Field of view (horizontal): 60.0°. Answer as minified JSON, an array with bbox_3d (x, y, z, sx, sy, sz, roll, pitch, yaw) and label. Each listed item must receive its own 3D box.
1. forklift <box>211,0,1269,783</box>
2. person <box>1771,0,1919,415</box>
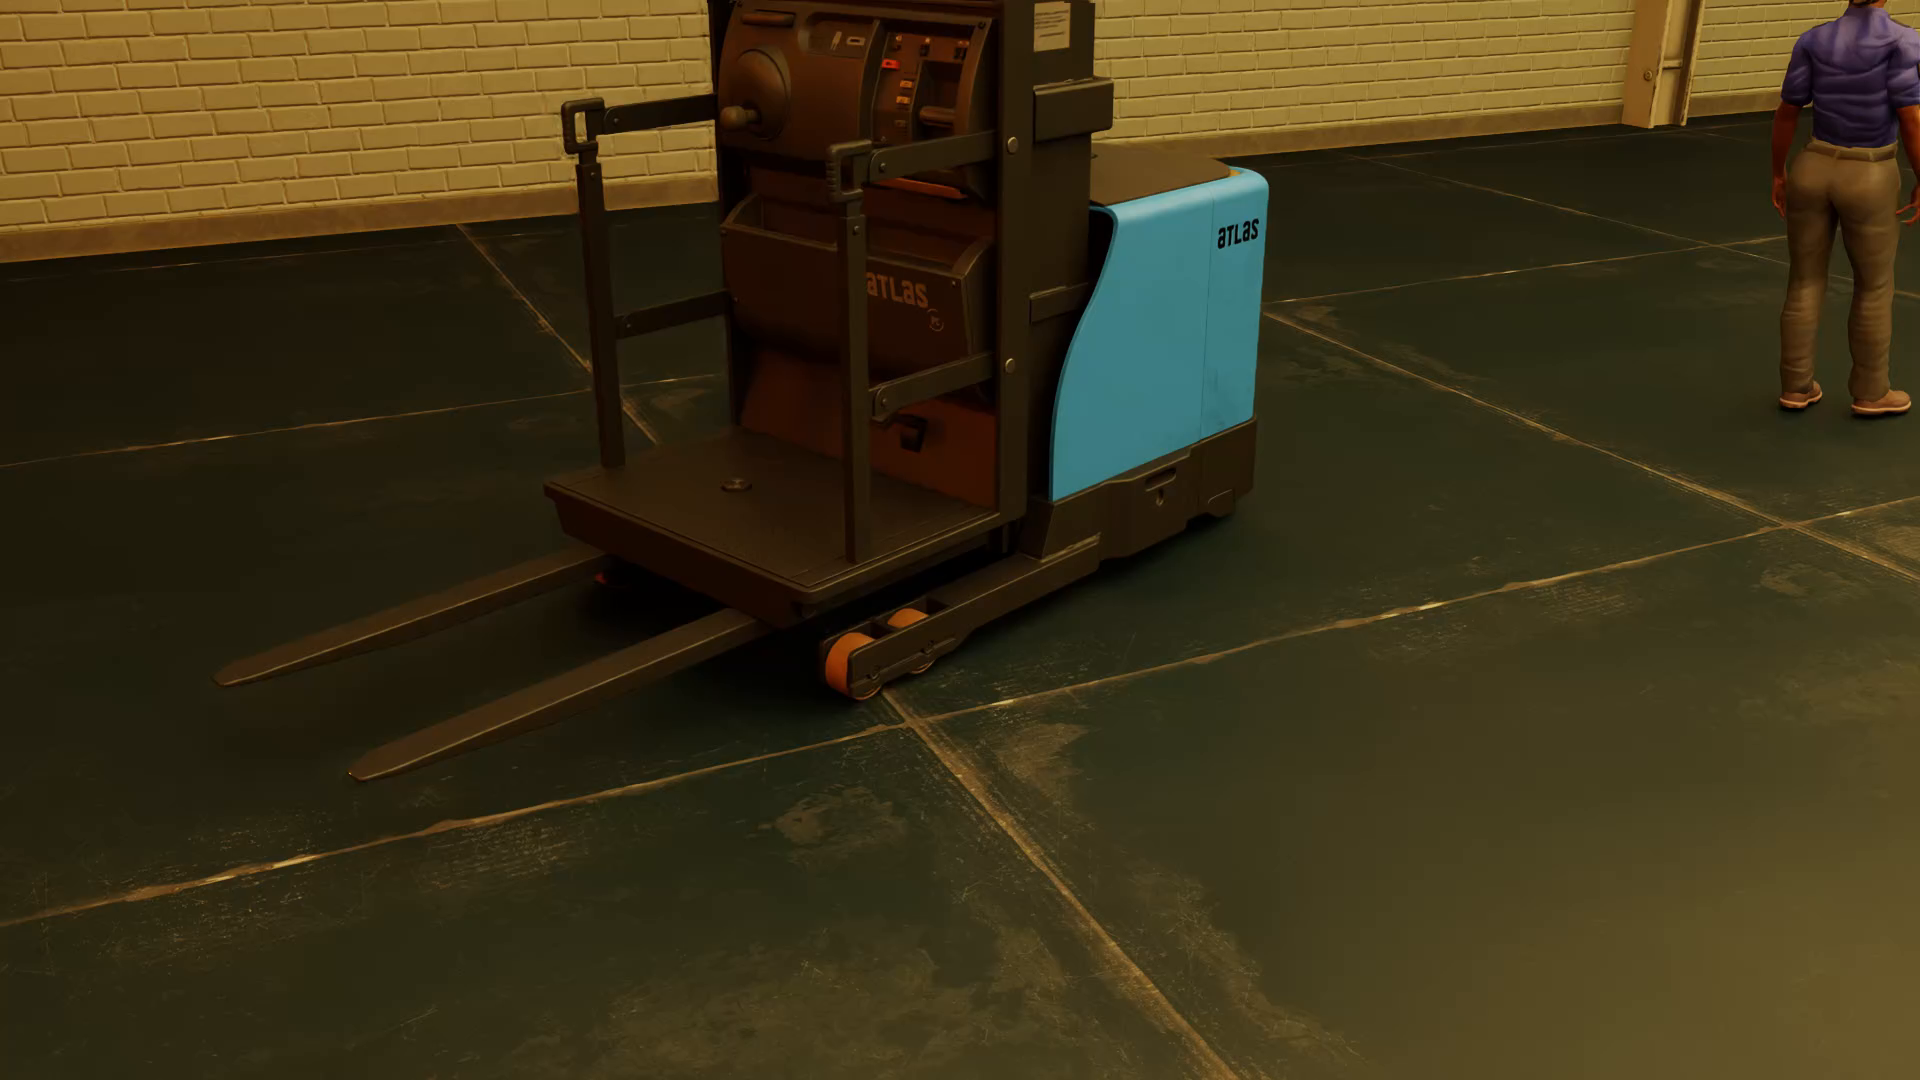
[{"bbox_3d":[-0.430,-1.175,4.115,1.130,2.935,3.031,19,29,39],"label":"forklift"},{"bbox_3d":[3.242,-1.275,6.019,0.503,1.642,0.569,-19,29,-38],"label":"person"}]
